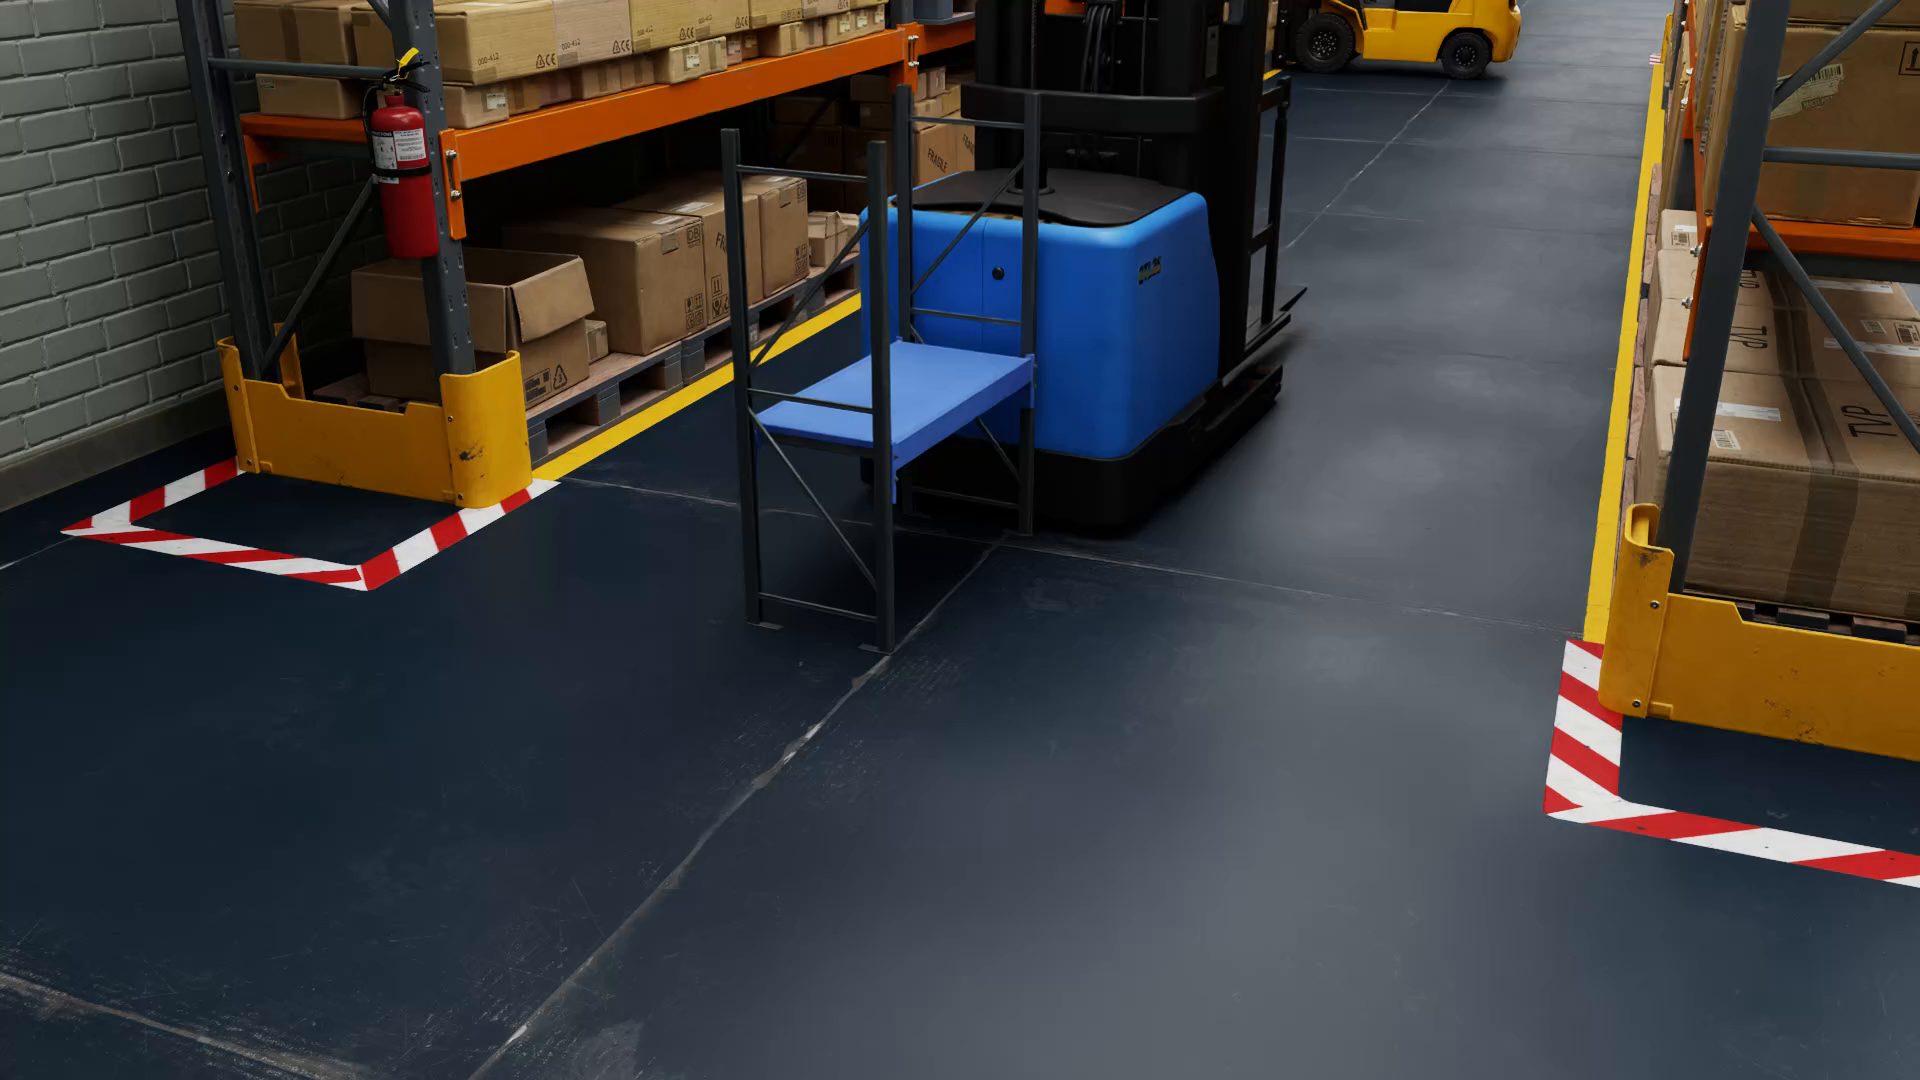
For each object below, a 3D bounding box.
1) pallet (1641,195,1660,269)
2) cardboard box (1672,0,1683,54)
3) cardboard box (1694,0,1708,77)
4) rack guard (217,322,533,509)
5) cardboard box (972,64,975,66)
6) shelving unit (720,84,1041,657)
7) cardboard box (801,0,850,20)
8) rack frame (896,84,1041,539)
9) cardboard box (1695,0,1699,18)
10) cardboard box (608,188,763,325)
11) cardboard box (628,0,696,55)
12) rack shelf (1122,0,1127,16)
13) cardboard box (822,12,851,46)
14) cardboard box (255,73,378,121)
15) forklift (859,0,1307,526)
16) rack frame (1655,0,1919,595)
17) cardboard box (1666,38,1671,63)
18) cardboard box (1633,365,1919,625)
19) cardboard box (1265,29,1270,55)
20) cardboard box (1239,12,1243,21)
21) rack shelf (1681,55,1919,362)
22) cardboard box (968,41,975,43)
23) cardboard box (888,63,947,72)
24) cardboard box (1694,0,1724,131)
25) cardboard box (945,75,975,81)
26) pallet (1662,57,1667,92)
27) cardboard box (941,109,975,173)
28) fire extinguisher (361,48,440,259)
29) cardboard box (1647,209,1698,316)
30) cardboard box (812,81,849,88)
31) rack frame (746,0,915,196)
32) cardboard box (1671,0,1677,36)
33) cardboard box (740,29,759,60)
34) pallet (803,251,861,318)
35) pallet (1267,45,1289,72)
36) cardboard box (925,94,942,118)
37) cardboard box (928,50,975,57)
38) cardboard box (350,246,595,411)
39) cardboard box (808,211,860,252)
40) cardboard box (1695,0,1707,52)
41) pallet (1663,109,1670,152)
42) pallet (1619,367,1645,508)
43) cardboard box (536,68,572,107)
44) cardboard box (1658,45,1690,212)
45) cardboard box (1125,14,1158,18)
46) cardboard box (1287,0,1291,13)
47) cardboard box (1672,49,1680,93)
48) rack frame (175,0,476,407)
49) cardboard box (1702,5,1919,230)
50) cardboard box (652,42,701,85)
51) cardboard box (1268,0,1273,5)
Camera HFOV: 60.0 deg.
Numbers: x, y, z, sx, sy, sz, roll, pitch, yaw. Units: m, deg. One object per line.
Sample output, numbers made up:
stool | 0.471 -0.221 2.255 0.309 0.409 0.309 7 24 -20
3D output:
pallet | 4.539 -1.767 9.707 1.003 0.211 1.213 9 24 20
cardboard box | 6.813 -4.713 15.191 0.500 0.500 0.500 8 24 19
cardboard box | 3.453 -2.245 7.102 0.500 0.500 0.500 10 25 22
rack guard | -2.197 -0.481 6.252 1.175 0.500 0.348 9 24 20
cardboard box | 0.280 -3.126 11.199 0.380 0.149 0.250 8 24 18
shelving unit | -0.201 -0.568 5.164 0.538 1.500 1.048 11 25 24
cardboard box | -0.874 -2.708 8.149 0.500 0.250 0.500 9 24 20
rack frame | 0.022 -0.744 5.586 0.500 1.500 0.032 11 25 24
cardboard box | 4.567 -3.179 9.663 0.500 0.250 0.500 10 25 22
cardboard box | -1.267 -1.328 7.735 0.500 0.500 0.500 9 24 21
cardboard box | -1.434 -2.161 6.841 0.500 0.250 0.500 8 24 19
rack shelf | 1.489 -4.853 14.411 1.077 0.370 4.000 9 24 20
cardboard box | -0.774 -2.579 8.359 0.380 0.149 0.250 9 24 21
cardboard box | -2.351 -1.648 6.130 0.380 0.149 0.250 8 24 19
forklift | 0.736 -1.933 6.575 1.130 2.935 3.031 11 25 24
rack frame | 2.385 -0.898 4.007 1.000 3.000 0.127 9 24 20
cardboard box | 7.384 -4.921 16.661 0.500 0.250 0.500 11 25 24
cardboard box | 2.537 -0.160 5.020 0.875 0.438 0.875 8 24 18
cardboard box | 2.894 -5.136 17.176 0.500 0.250 0.500 8 24 19
cardboard box | 2.699 -5.186 16.647 0.500 0.250 0.500 9 24 20
rack shelf | 3.128 -1.281 5.859 1.077 0.370 4.000 9 24 20
cardboard box | 0.264 -3.667 12.495 0.380 0.149 0.250 10 25 23
cardboard box | -0.307 -3.106 11.152 0.380 0.149 0.250 8 24 18
cardboard box | 2.880 -1.704 5.808 0.500 0.500 0.500 10 24 22
cardboard box | -0.026 -2.856 10.552 0.380 0.149 0.250 9 24 20
pallet | 7.511 -4.589 16.462 1.003 0.211 1.213 9 24 20
cardboard box | -0.162 -2.412 10.330 0.500 0.500 0.500 8 24 19
fire extinguisher | -1.851 -1.280 5.508 0.296 0.674 0.183 9 24 20
cardboard box | 3.538 -1.131 7.346 0.875 0.438 0.875 8 24 19
cardboard box | -0.695 -2.734 10.260 0.380 0.149 0.250 9 24 21
rack frame | -0.739 -3.038 9.132 1.000 3.000 0.127 9 24 20
cardboard box | 7.379 -5.271 16.526 0.500 0.500 0.500 9 24 21
cardboard box | -1.165 -2.318 7.733 0.380 0.149 0.250 9 24 21
pallet | -0.995 -1.506 9.082 1.003 0.211 1.213 9 24 20
pallet | 3.018 -5.331 18.239 1.003 0.211 1.213 9 24 20
cardboard box | -0.328 -2.578 9.888 0.380 0.149 0.250 8 24 19
cardboard box | -0.065 -3.392 11.835 0.380 0.149 0.250 8 24 18
cardboard box | -1.910 -0.854 6.597 0.797 0.503 0.637 8 24 18
cardboard box | -0.673 -1.675 9.023 0.380 0.149 0.250 8 24 18
cardboard box | 3.803 -2.456 7.934 0.500 0.250 0.500 8 24 19
pallet | 6.103 -3.188 13.109 1.003 0.211 1.213 9 24 20
pallet | 3.064 -0.343 6.298 1.003 0.211 1.213 9 24 20
cardboard box | -1.731 -1.766 6.412 0.380 0.149 0.250 8 24 19
cardboard box | 4.688 -2.420 9.863 0.875 0.875 0.875 9 24 21
cardboard box | 1.476 -4.265 14.605 0.875 0.625 0.625 8 24 18
cardboard box | 3.270 -5.725 17.938 0.500 0.250 0.500 9 24 20
cardboard box | 6.650 -3.985 14.263 0.950 0.372 0.625 9 24 21
rack frame | -2.225 -1.607 5.705 1.000 3.000 0.127 9 24 20
cardboard box | 2.318 -1.154 4.492 0.500 0.500 0.500 9 24 20
cardboard box | -1.323 -2.023 7.028 0.380 0.149 0.250 8 24 19
cardboard box | 2.903 -5.597 16.984 0.500 0.250 0.500 9 24 20
